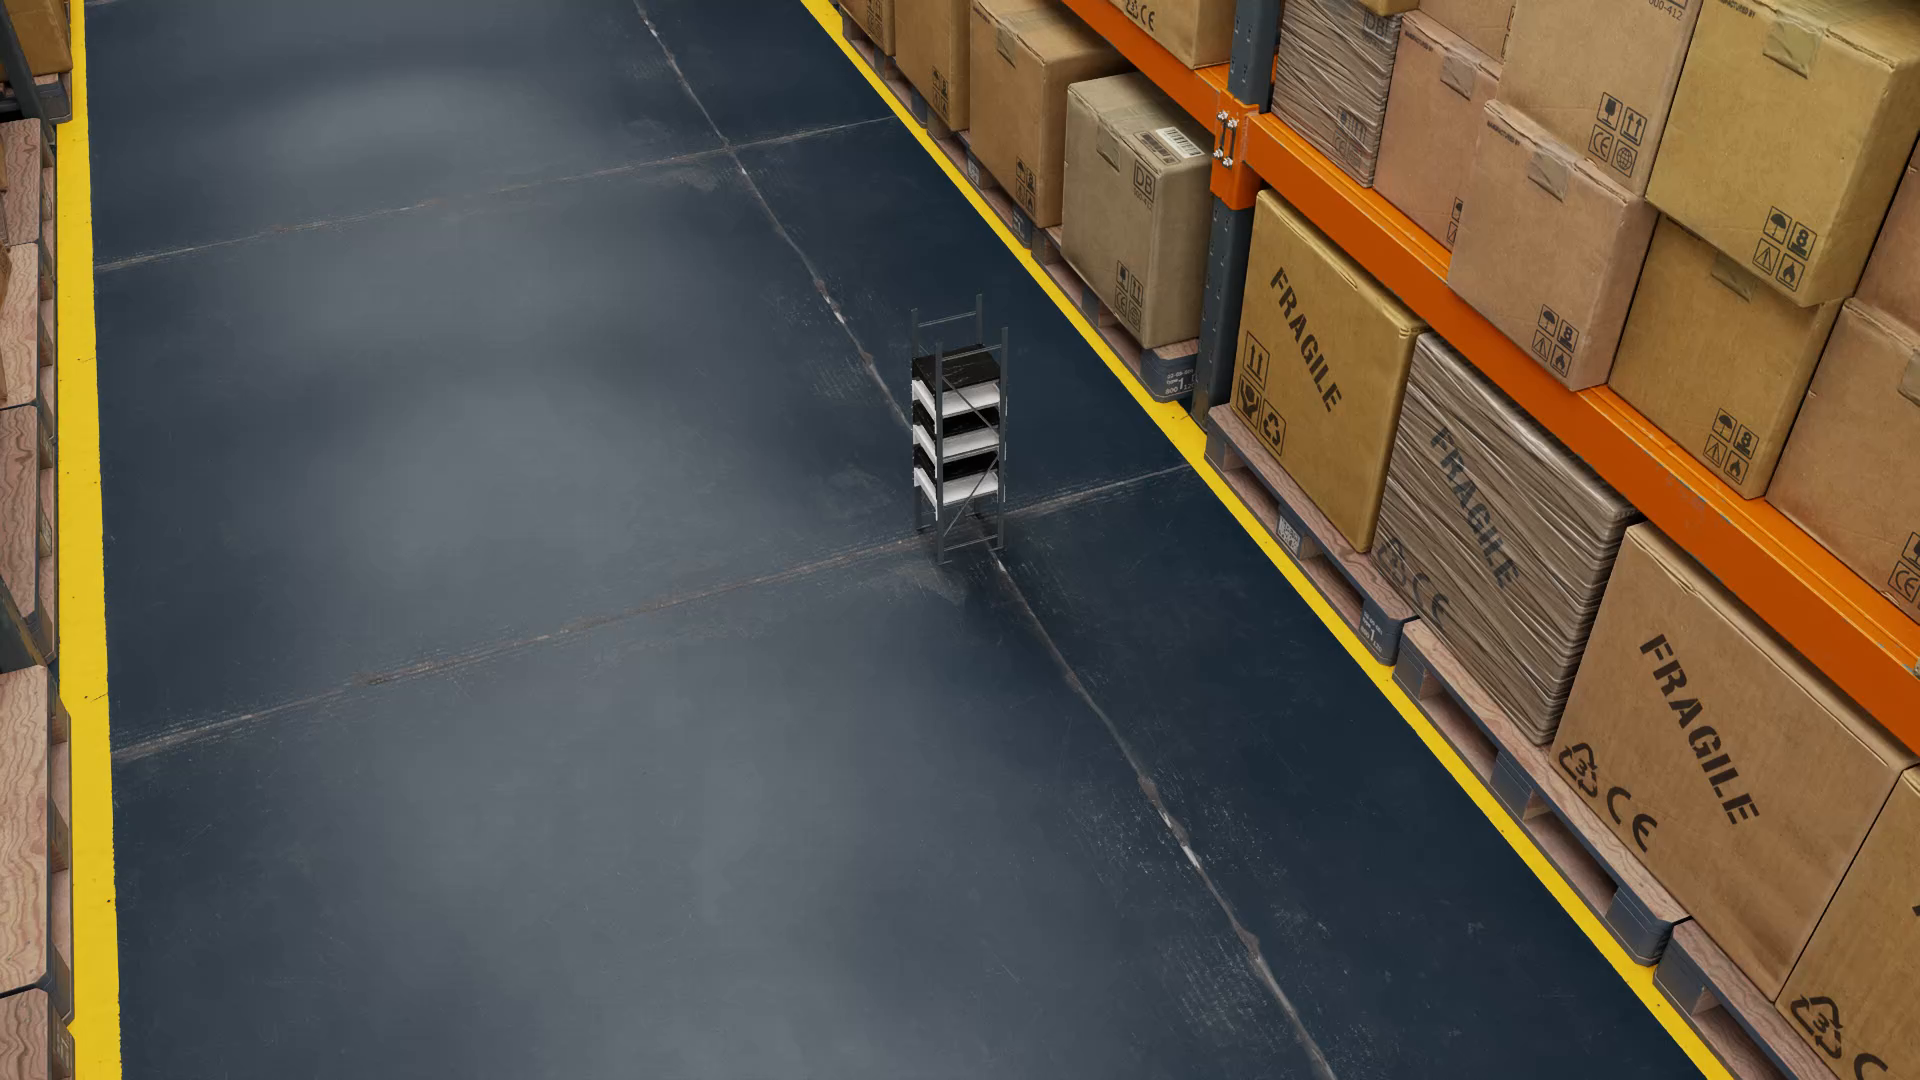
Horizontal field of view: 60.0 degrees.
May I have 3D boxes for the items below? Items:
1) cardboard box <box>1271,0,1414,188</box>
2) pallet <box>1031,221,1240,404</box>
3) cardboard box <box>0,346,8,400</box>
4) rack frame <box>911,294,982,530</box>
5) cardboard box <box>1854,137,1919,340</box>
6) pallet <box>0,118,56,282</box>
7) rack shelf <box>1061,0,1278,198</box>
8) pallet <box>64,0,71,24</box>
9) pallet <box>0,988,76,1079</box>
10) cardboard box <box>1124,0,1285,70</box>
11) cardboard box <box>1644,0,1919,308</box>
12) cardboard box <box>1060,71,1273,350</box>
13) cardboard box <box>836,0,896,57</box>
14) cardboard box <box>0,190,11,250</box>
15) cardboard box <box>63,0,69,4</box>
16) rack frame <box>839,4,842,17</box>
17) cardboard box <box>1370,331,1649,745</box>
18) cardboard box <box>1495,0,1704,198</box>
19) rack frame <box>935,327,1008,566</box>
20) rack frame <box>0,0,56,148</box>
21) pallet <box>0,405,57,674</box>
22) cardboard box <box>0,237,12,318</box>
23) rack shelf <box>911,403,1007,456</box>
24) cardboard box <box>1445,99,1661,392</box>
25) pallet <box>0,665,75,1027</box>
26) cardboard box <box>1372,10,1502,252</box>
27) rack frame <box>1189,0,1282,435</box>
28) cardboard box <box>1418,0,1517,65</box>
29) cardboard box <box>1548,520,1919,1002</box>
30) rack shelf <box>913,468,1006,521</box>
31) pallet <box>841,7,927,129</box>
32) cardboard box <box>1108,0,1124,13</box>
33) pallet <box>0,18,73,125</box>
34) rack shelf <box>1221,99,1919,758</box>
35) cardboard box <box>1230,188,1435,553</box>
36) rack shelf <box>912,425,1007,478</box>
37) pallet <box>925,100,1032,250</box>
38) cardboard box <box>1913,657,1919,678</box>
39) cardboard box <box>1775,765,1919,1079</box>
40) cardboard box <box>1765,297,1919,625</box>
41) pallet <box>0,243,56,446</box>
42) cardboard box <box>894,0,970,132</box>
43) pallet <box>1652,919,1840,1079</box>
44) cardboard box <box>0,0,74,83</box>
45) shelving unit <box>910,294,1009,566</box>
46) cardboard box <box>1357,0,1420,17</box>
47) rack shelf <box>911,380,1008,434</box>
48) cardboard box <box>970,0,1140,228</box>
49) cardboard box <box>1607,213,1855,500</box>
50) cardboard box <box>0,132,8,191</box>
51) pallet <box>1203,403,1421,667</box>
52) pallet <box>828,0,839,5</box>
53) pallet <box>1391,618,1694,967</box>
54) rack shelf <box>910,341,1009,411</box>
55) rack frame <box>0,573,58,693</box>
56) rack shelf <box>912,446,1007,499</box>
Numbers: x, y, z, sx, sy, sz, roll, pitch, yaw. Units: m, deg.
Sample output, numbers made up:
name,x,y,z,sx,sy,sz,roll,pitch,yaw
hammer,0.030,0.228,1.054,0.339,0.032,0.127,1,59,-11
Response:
name,x,y,z,sx,sy,sz,roll,pitch,yaw
cardboard box,1.506,-1.530,5.113,0.875,0.550,0.550,-15,43,-17
pallet,0.989,-1.081,6.845,1.003,0.211,1.213,-15,43,-17
cardboard box,-3.862,-0.739,5.888,0.700,0.500,0.500,-19,44,-20
rack frame,-0.042,-0.407,5.534,0.240,0.900,0.006,-15,43,-17
cardboard box,2.394,-0.662,3.276,0.875,0.550,0.550,-15,43,-17
pallet,-4.500,-1.397,7.213,1.003,0.211,1.213,-15,43,-17
rack shelf,0.589,-2.624,7.053,1.077,0.370,4.000,-15,43,-17
pallet,-5.492,-3.096,9.188,1.003,0.211,1.213,-15,43,-17
pallet,-2.507,1.673,3.642,1.003,0.211,1.213,-15,43,-17
cardboard box,0.908,-1.978,5.673,0.500,0.500,0.500,-15,43,-17
cardboard box,2.071,-0.949,3.609,0.875,0.550,0.500,-15,43,-17
cardboard box,1.034,-1.350,6.423,1.050,0.750,0.750,-15,43,-17
cardboard box,-0.026,-3.019,8.363,1.050,0.750,0.750,-16,43,-17
cardboard box,-4.299,-1.415,6.674,0.700,0.500,0.500,-19,44,-20
cardboard box,-5.376,-3.239,8.523,1.225,0.875,0.875,-15,43,-17
rack frame,-0.176,-4.102,8.219,1.000,3.000,0.127,-15,43,-17
cardboard box,1.879,-0.107,4.882,0.875,0.875,0.875,-15,43,-17
cardboard box,1.861,-1.266,3.978,0.875,0.550,0.550,-15,43,-17
rack frame,0.036,-0.285,5.391,0.240,0.900,0.006,-15,43,-17
rack frame,-4.797,-2.925,6.851,1.000,3.000,0.127,-15,43,-17
pallet,-3.566,0.073,5.503,1.003,0.211,1.213,-15,43,-17
cardboard box,-4.075,-1.075,6.279,0.700,0.500,0.500,-12,42,-13
rack shelf,-0.003,-0.389,5.425,0.258,0.077,0.200,-15,43,-17
cardboard box,1.836,-0.850,4.322,0.875,0.550,0.550,-15,43,-17
pallet,-2.977,0.937,4.498,1.003,0.211,1.213,-15,43,-17
cardboard box,1.738,-1.204,4.735,0.875,0.550,0.550,-15,43,-17
rack frame,1.354,-1.692,5.417,1.000,3.000,0.127,-15,43,-17
cardboard box,1.781,-1.625,4.396,0.875,0.550,0.550,-15,43,-17
cardboard box,2.226,0.442,4.243,0.875,0.875,0.875,-16,43,-18
rack shelf,-0.003,-0.184,5.601,0.258,0.077,0.200,-15,43,-17
pallet,0.056,-2.551,8.554,1.003,0.211,1.213,-15,43,-17
cardboard box,0.714,-2.282,6.027,0.500,0.500,0.500,-16,43,-17
pallet,-5.030,-2.362,8.335,1.003,0.211,1.213,-15,43,-17
rack shelf,2.119,-0.215,4.251,1.077,0.370,4.000,-15,43,-17
cardboard box,1.530,-0.650,5.512,0.875,0.875,0.875,-14,43,-16
rack shelf,-0.003,-0.321,5.484,0.258,0.077,0.200,-15,43,-17
pallet,0.519,-1.817,7.701,1.003,0.211,1.213,-15,43,-17
cardboard box,2.470,0.122,3.192,0.875,0.550,0.550,-15,43,-17
cardboard box,2.564,0.972,3.627,0.875,0.875,0.875,-15,43,-17
cardboard box,2.372,-0.246,3.621,0.875,0.550,0.550,-15,43,-17
pallet,-4.037,-0.663,6.359,1.003,0.211,1.213,-15,43,-17
cardboard box,0.311,-2.493,7.752,1.050,0.750,0.750,-14,43,-16
pallet,2.506,1.313,4.062,1.003,0.211,1.213,-15,43,-17
cardboard box,-5.042,-2.700,7.897,1.225,0.875,0.875,-17,44,-19
shelving unit,-0.003,-0.346,5.462,0.258,0.900,0.210,-15,43,-17
cardboard box,1.464,-1.928,4.748,0.875,0.550,0.550,-15,43,-17
rack shelf,-0.003,-0.457,5.367,0.258,0.077,0.200,-15,43,-17
cardboard box,0.668,-1.932,7.099,1.050,0.750,0.750,-15,43,-17
cardboard box,2.131,-0.555,3.980,0.875,0.550,0.500,-15,43,-17
cardboard box,-4.523,-1.746,7.059,0.700,0.500,0.500,-17,44,-19
pallet,1.573,-0.157,5.771,1.003,0.211,1.213,-15,43,-17
pallet,-0.474,-3.516,9.676,1.003,0.211,1.213,-15,43,-17
pallet,2.044,0.579,4.915,1.003,0.211,1.213,-15,43,-17
rack shelf,-0.003,-0.526,5.308,0.258,0.077,0.200,-15,43,-17
rack frame,-3.267,-0.516,4.049,1.000,3.000,0.127,-15,43,-17
rack shelf,-0.003,-0.253,5.543,0.258,0.077,0.200,-15,43,-17
